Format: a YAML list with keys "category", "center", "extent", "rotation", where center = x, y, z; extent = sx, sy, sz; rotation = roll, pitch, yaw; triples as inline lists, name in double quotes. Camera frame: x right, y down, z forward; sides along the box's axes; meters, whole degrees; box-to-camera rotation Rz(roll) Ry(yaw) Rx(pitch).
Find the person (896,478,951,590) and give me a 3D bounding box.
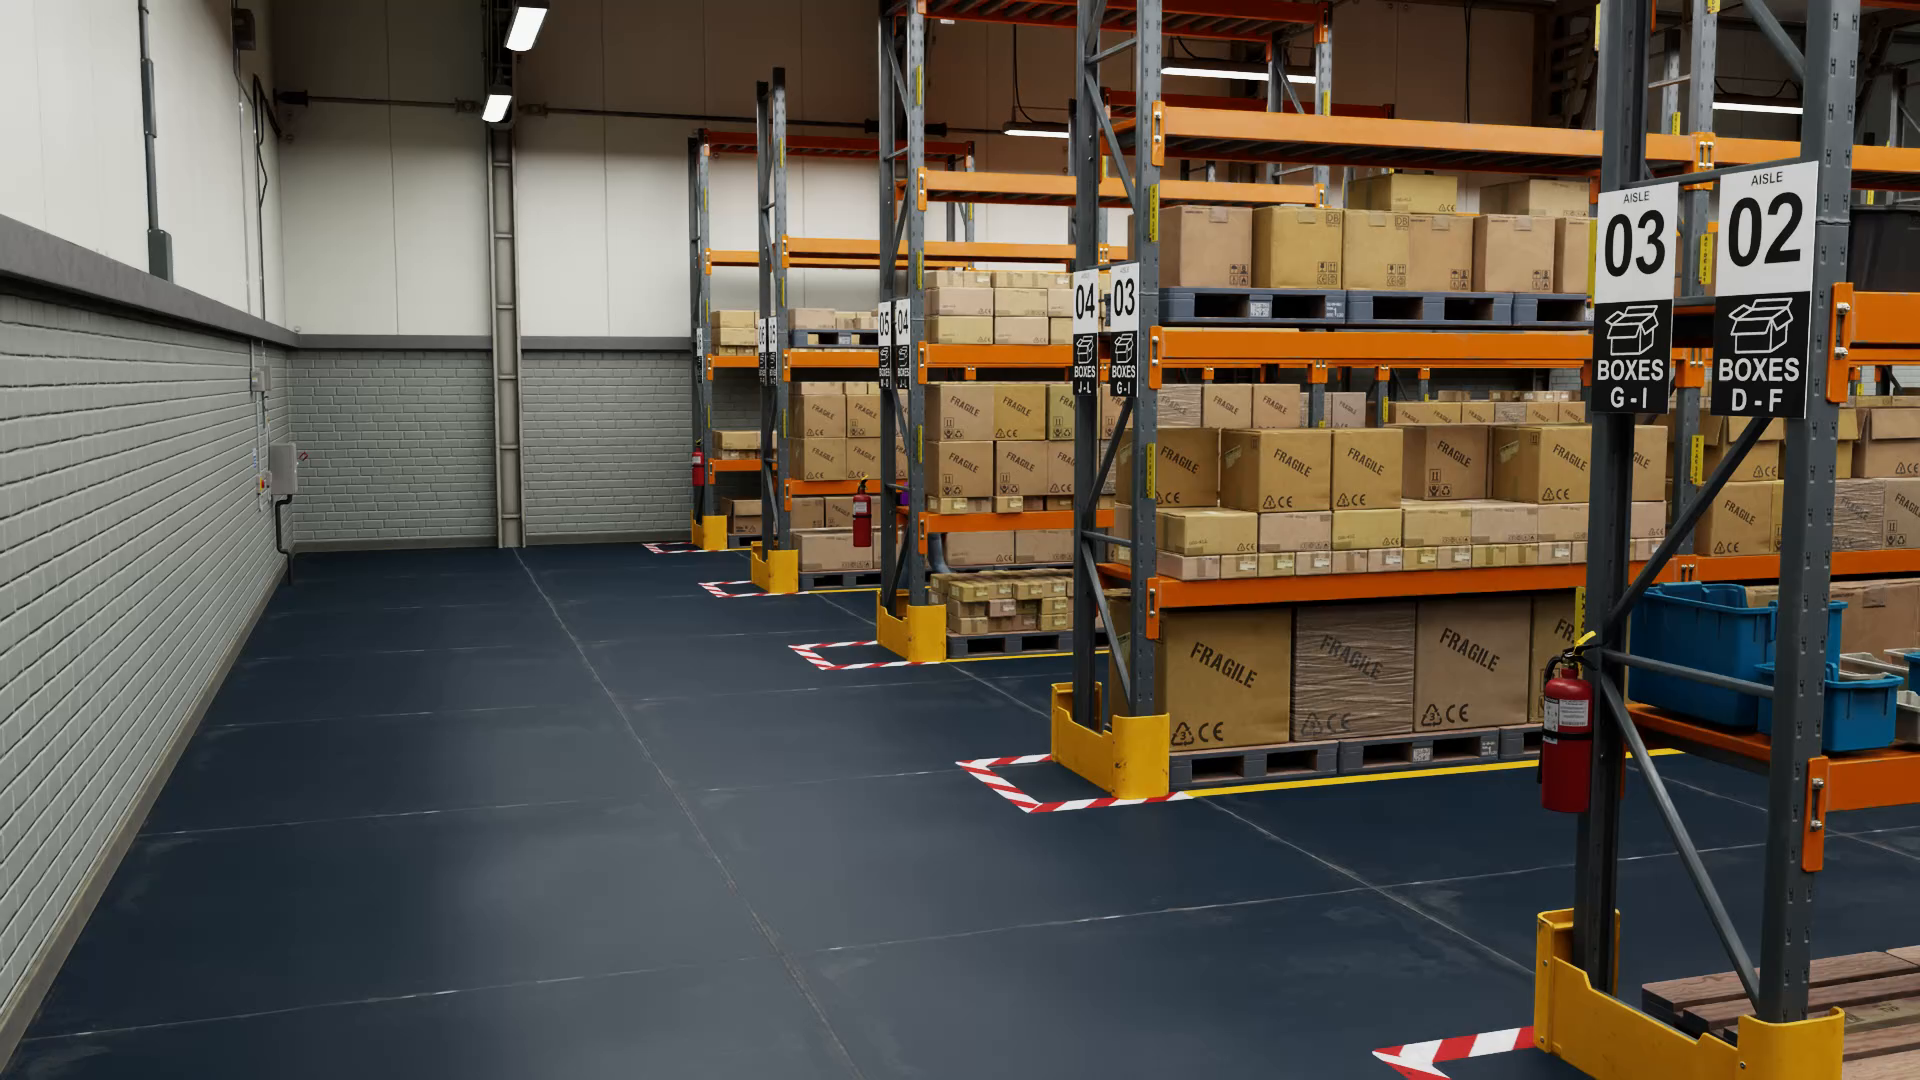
- category: "person"
  center: [-0.414, -0.117, 17.894]
  extent: [0.603, 1.740, 0.912]
  rotation: [-3, 7, -31]
